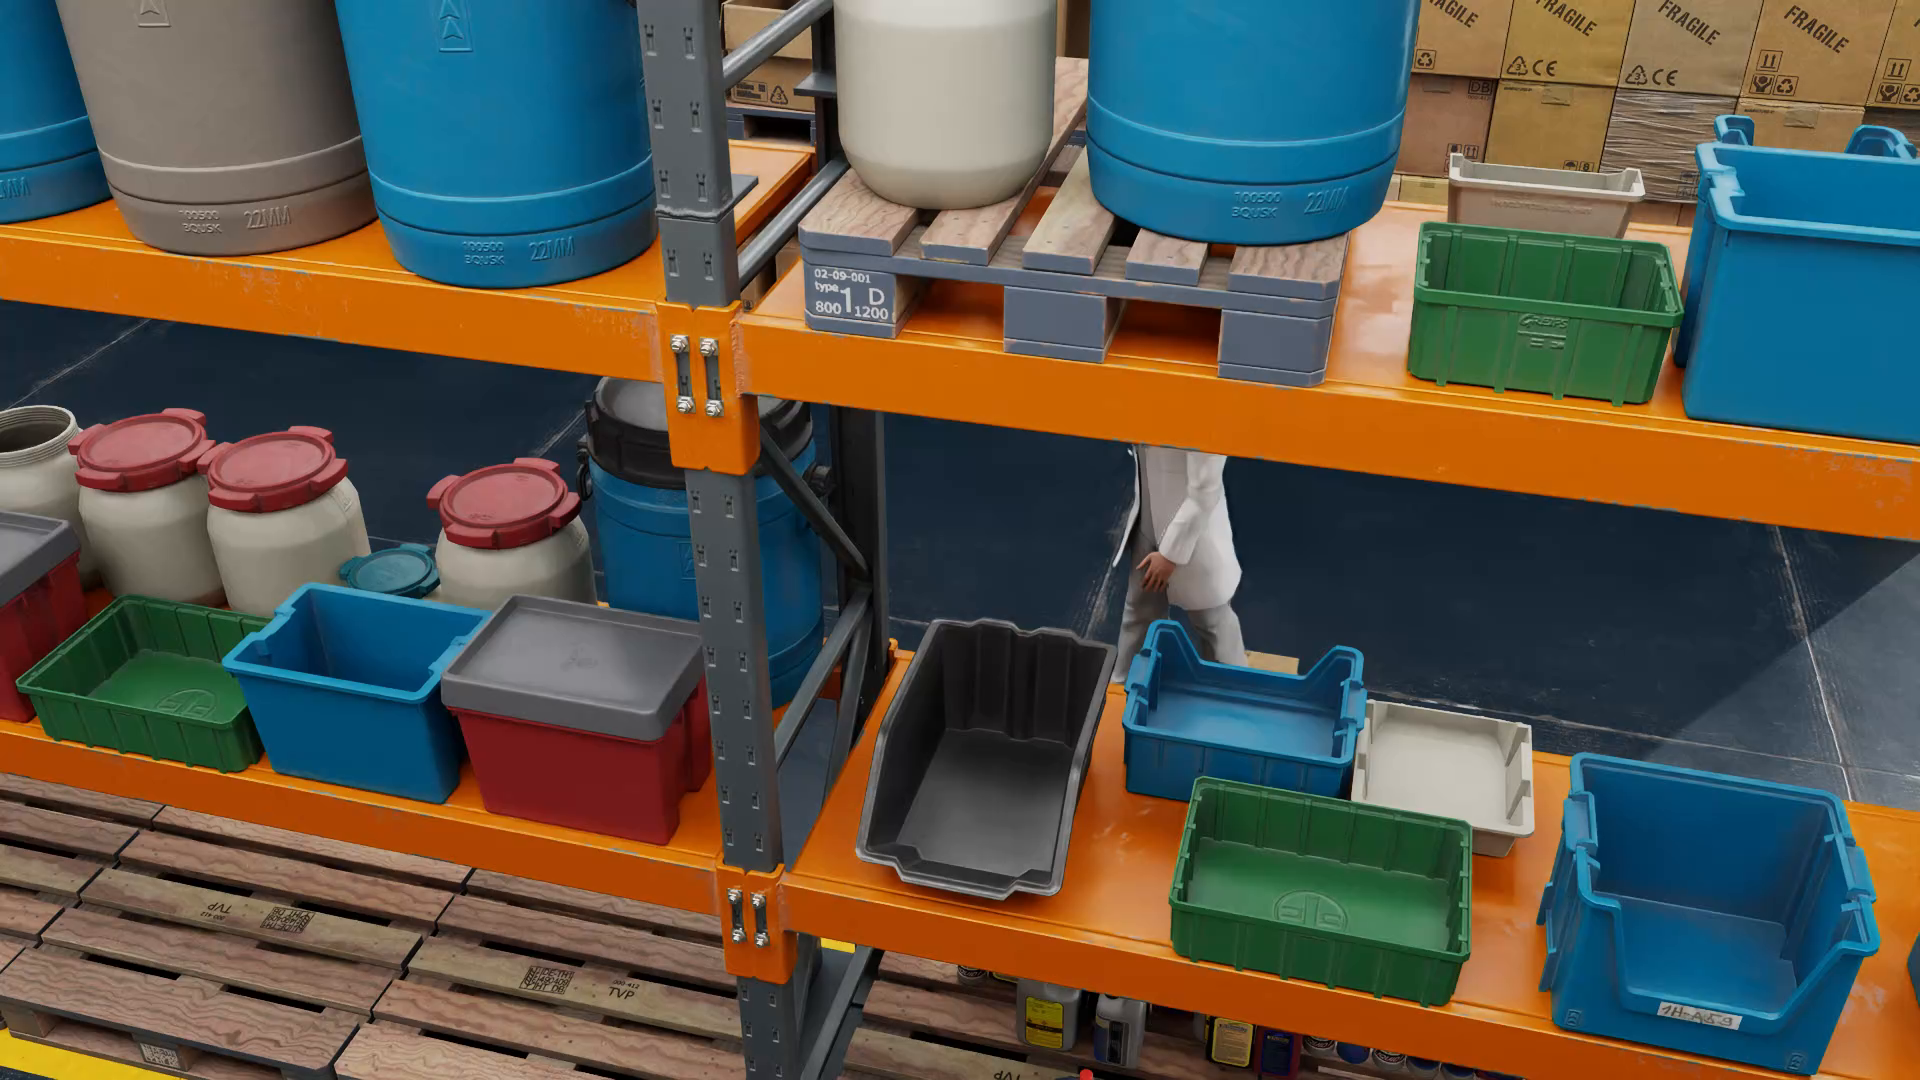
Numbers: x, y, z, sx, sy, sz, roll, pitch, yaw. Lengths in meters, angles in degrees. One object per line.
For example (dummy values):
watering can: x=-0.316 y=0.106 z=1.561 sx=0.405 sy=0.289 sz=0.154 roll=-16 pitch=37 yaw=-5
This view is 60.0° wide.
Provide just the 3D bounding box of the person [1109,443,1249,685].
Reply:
person: x=0.810 y=-0.044 z=6.212 sx=0.714 sy=1.775 sz=0.620 roll=-12 pitch=34 yaw=-18
